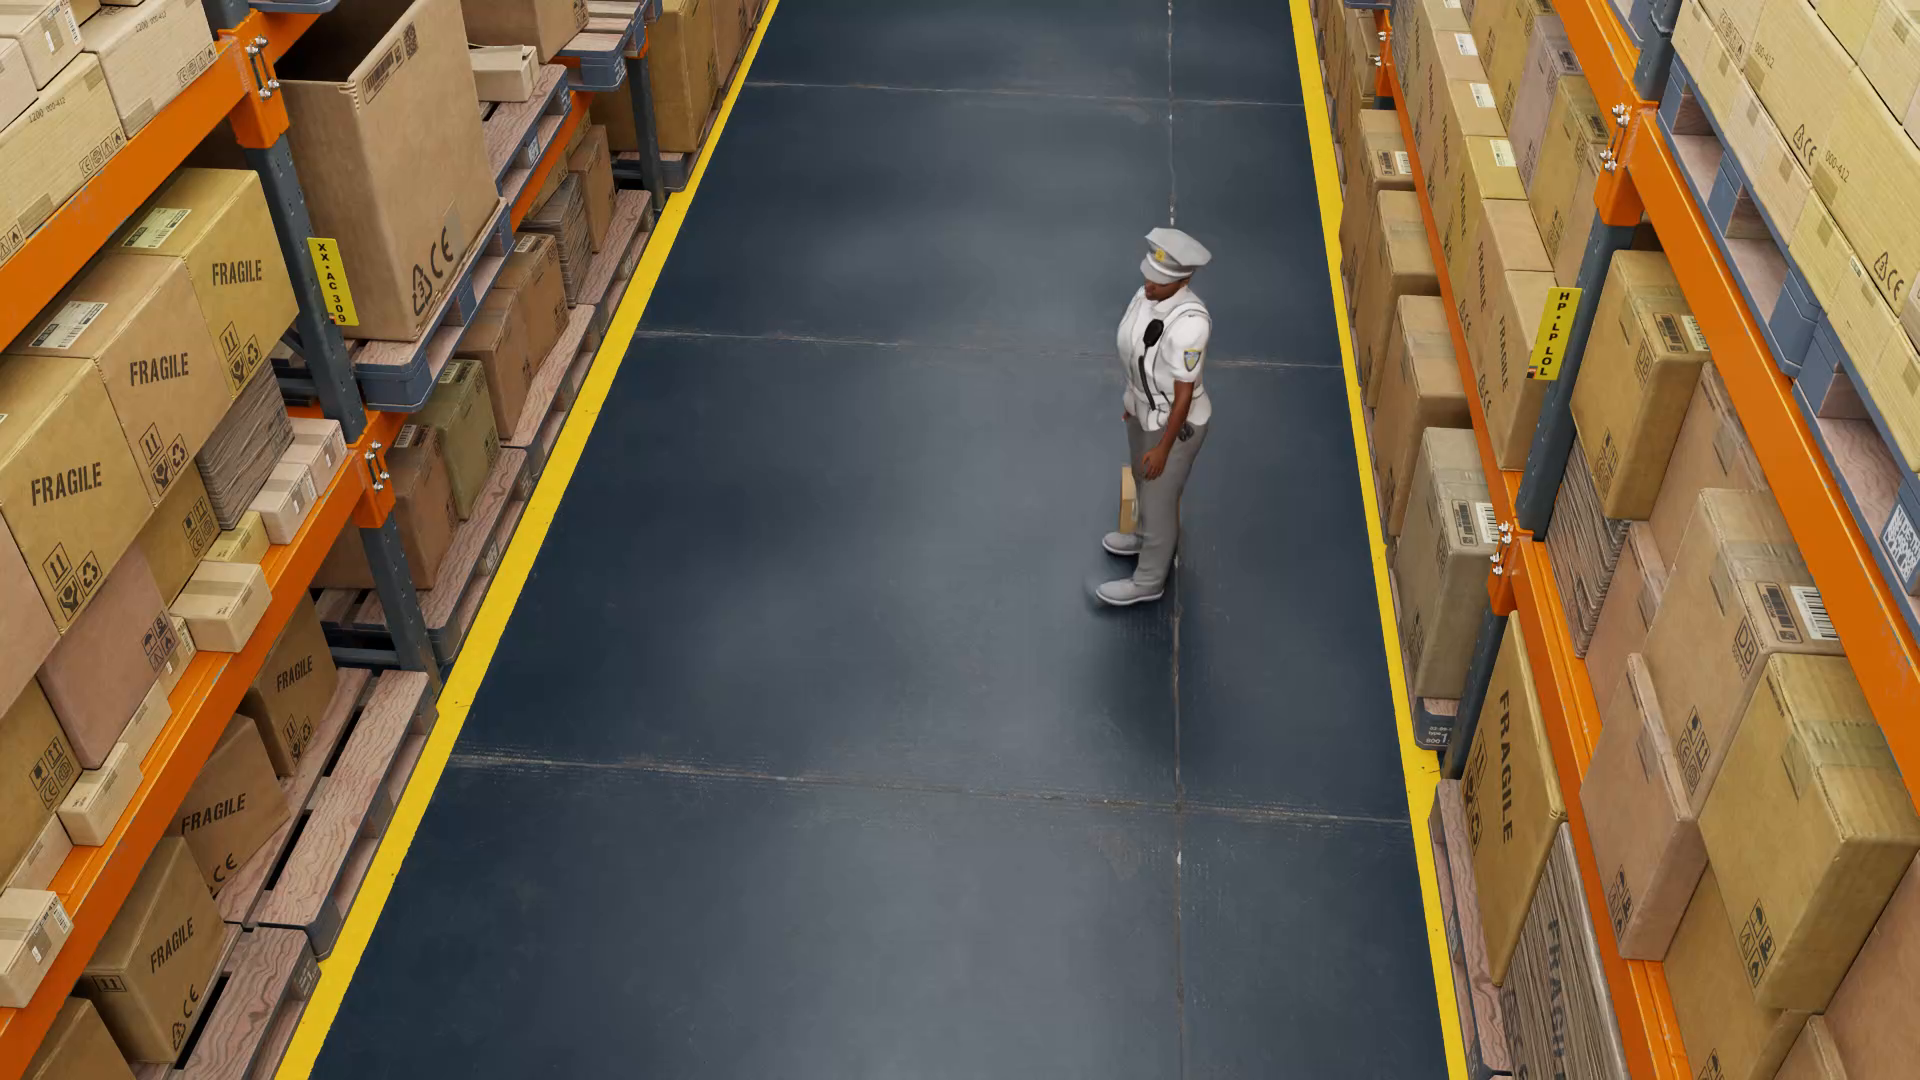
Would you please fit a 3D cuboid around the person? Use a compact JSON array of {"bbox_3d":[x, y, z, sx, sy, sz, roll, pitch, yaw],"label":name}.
[{"bbox_3d":[0.749,-0.489,6.684,0.445,1.686,0.514,-12,42,-14],"label":"person"}]
